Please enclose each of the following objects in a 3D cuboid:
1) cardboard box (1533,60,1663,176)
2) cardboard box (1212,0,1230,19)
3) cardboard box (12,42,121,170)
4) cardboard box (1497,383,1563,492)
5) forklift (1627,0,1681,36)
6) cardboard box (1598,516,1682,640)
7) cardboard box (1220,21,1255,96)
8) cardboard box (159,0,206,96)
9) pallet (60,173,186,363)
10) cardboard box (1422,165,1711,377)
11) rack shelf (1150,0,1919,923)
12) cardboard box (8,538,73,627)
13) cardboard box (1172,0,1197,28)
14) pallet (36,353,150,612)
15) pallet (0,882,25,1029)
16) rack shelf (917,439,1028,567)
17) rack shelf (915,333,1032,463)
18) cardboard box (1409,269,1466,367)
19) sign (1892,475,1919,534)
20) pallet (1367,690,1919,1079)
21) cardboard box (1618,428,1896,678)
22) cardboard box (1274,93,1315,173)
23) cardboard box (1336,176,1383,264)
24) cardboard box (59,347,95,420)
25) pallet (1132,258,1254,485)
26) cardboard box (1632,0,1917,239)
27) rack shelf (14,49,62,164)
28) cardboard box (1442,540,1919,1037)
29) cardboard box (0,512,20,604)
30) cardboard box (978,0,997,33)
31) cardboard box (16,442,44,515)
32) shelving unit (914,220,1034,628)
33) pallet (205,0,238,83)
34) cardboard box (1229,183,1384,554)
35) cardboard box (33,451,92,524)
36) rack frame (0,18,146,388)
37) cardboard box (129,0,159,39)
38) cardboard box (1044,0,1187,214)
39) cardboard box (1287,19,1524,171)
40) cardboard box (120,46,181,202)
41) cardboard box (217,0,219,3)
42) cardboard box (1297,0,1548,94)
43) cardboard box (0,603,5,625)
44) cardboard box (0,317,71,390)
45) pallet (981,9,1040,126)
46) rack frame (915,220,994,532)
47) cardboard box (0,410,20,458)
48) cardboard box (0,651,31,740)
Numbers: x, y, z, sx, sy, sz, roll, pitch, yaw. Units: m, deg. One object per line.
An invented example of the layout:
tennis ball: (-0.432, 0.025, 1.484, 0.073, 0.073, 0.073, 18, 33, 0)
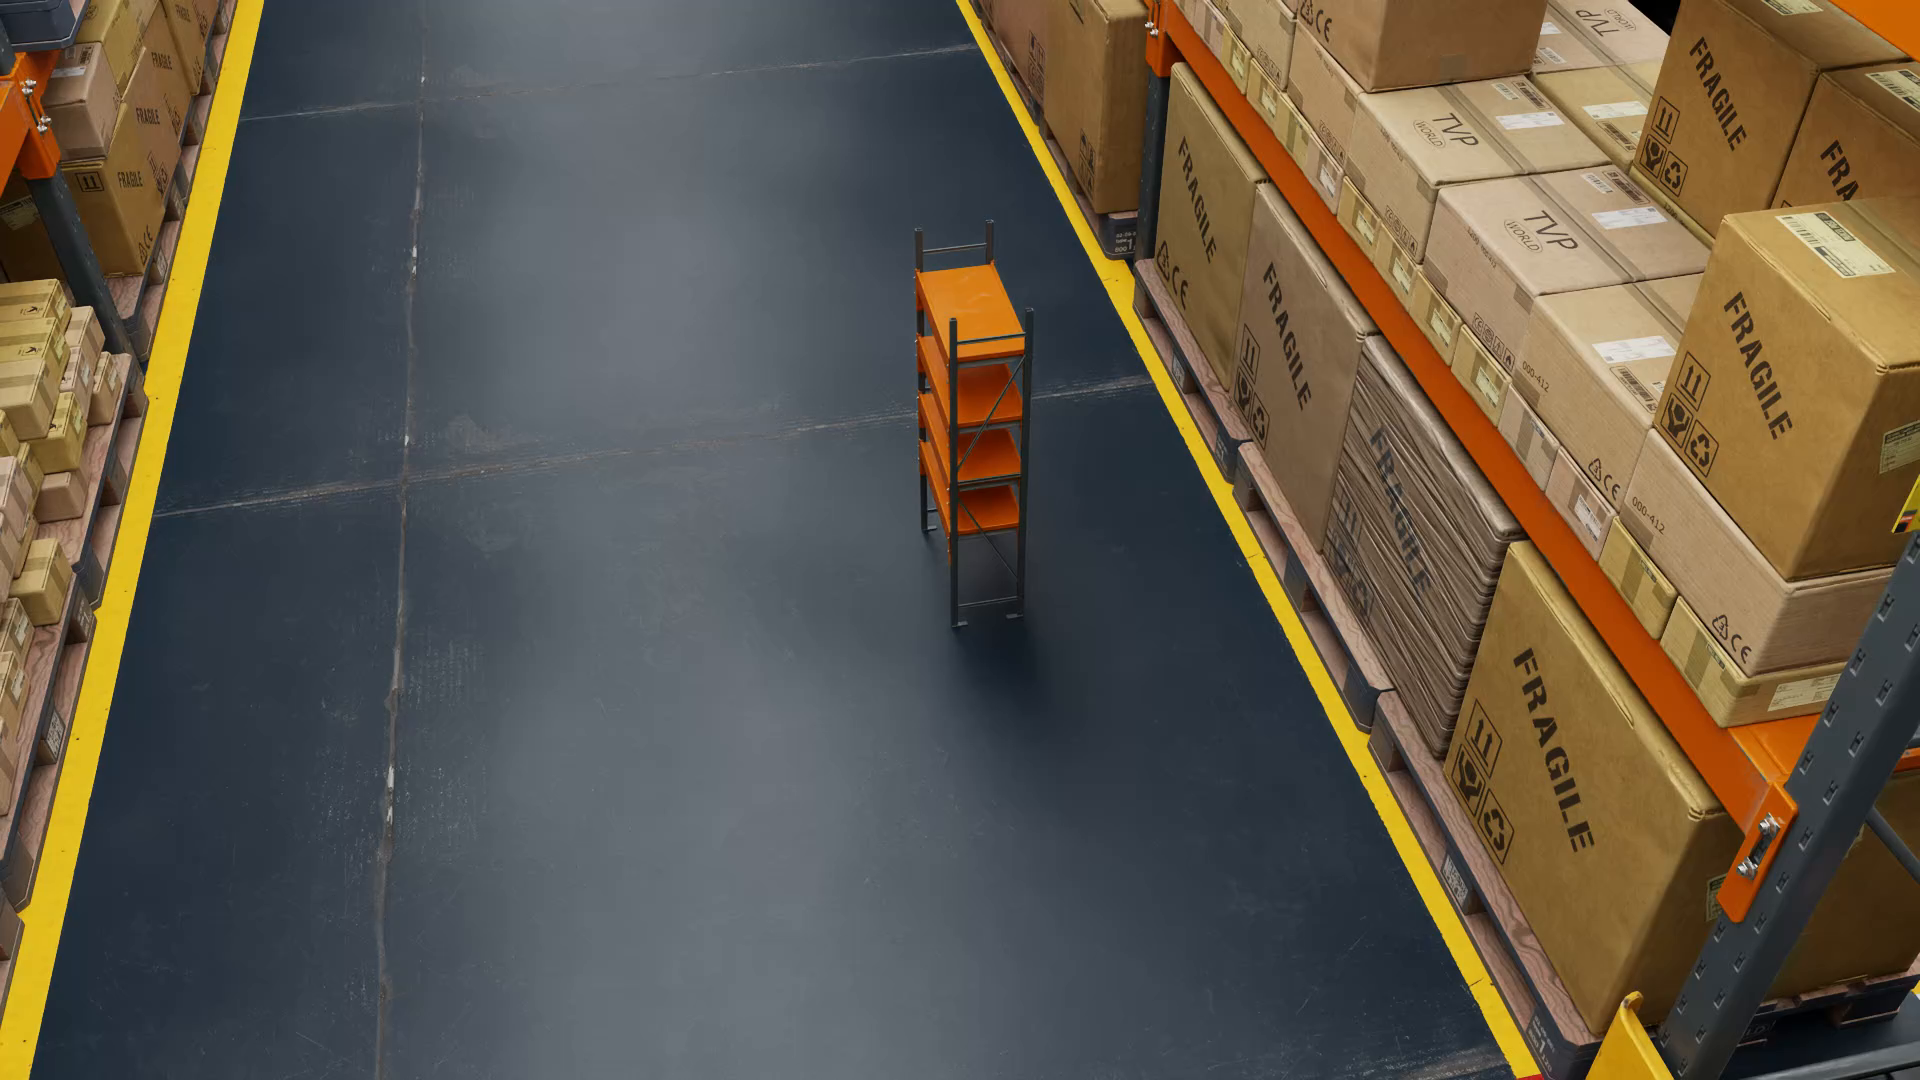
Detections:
cardboard box: (1.911, -1.091, 4.609, 0.500, 0.250, 0.500, -9, 42, -10)
cardboard box: (1.075, -1.992, 5.624, 0.500, 0.250, 0.500, -9, 42, -10)
cardboard box: (-3.537, -1.654, 6.355, 0.500, 0.250, 0.500, -10, 43, -11)
cardboard box: (1.530, -0.270, 3.984, 0.380, 0.149, 0.250, -8, 42, -9)
forklift: (2.812, -2.173, 5.991, 1.130, 2.935, 3.031, -2, 42, -3)
cardboard box: (1.637, 0.056, 3.617, 0.380, 0.149, 0.250, -8, 42, -9)
cardboard box: (1.083, -1.605, 5.488, 0.380, 0.149, 0.250, -7, 42, -8)
cardboard box: (-3.863, -2.383, 7.741, 0.500, 0.500, 0.500, -10, 43, -11)
pallet: (-3.805, -1.096, 6.825, 1.003, 0.211, 1.213, -8, 42, -9)
cardboard box: (1.510, -0.677, 4.142, 0.500, 0.250, 0.500, -10, 43, -11)
rack shelf: (1.661, -0.714, 4.837, 1.077, 0.370, 4.000, -8, 42, -9)
cardboard box: (-2.995, 0.151, 5.151, 0.380, 0.149, 0.250, -8, 42, -9)
cardboard box: (0.968, -1.946, 5.872, 0.380, 0.149, 0.250, -8, 42, -9)
pallet: (-3.456, -0.161, 5.772, 1.003, 0.211, 1.213, -8, 42, -9)
pallet: (-2.929, 1.421, 3.991, 1.003, 0.211, 1.213, -8, 42, -9)
rack shelf: (0.036, -0.143, 5.407, 0.258, 0.148, 0.480, -8, 42, -9)
rack shelf: (0.036, -0.458, 5.127, 0.258, 0.148, 0.480, -8, 42, -9)
cardboard box: (1.416, -0.606, 4.363, 0.380, 0.149, 0.250, -8, 42, -9)
sign: (1.560, -0.139, 2.597, 0.100, 0.325, 0.005, -8, 42, -9)
pallet: (1.844, 0.849, 4.634, 1.003, 0.211, 1.213, -8, 42, -9)
cardboard box: (1.729, -0.018, 3.399, 0.500, 0.250, 0.500, -9, 42, -10)
cardboard box: (1.197, -1.269, 5.109, 0.380, 0.149, 0.250, -9, 42, -10)
cardboard box: (1.307, -0.936, 4.734, 0.380, 0.149, 0.250, -9, 42, -11)
cardboard box: (-3.187, -0.504, 5.665, 0.380, 0.149, 0.250, -10, 43, -11)
pallet: (1.317, -0.732, 6.416, 1.003, 0.211, 1.213, -8, 42, -9)
cardboard box: (2.027, -1.031, 3.976, 0.500, 0.500, 0.500, -9, 42, -10)
rack shelf: (-4.067, -2.662, 7.031, 1.077, 0.370, 4.000, -8, 42, -9)
cardboard box: (1.877, 0.548, 4.158, 0.875, 0.875, 0.875, -8, 42, -9)
cardboard box: (-2.951, 0.081, 4.783, 0.380, 0.149, 0.250, -10, 43, -11)
cardboard box: (0.680, -3.205, 8.386, 1.225, 0.875, 0.875, -8, 42, -9)
cardboard box: (-3.153, -0.156, 5.274, 0.380, 0.149, 0.250, -8, 42, -9)
shelving unit: (0.036, -0.341, 5.231, 0.258, 1.200, 0.503, -8, 42, -9)
pallet: (-4.332, -2.677, 8.607, 1.003, 0.211, 1.213, -8, 42, -9)
cardboard box: (1.488, -0.619, 5.472, 0.875, 0.875, 0.875, -8, 42, -9)
cardboard box: (-3.124, -0.177, 5.521, 0.380, 0.149, 0.250, -10, 43, -11)
rack frame: (-3.635, -1.634, 5.331, 1.000, 3.000, 0.127, -8, 42, -9)
cardboard box: (-3.760, -2.330, 7.117, 0.500, 0.250, 0.500, -7, 42, -8)
cardboard box: (1.072, -2.054, 7.088, 1.225, 0.875, 0.875, -8, 42, -9)
cardboard box: (1.295, -1.334, 4.883, 0.500, 0.250, 0.500, -7, 42, -8)
cardboard box: (-3.652, -1.716, 6.990, 0.500, 0.500, 0.500, -7, 42, -7)
cardboard box: (-4.102, -3.060, 8.504, 0.500, 0.500, 0.500, -9, 42, -9)
cardboard box: (1.299, -1.611, 4.629, 0.500, 0.500, 0.500, -10, 42, -11)
cardboard box: (-3.041, 0.183, 4.892, 0.380, 0.149, 0.250, -10, 43, -11)
cardboard box: (-3.211, -0.594, 5.543, 0.380, 0.149, 0.250, -8, 42, -9)
pallet: (0.722, -2.518, 8.428, 1.003, 0.211, 1.213, -8, 42, -9)
rack frame: (-0.017, -0.500, 5.409, 0.240, 1.200, 0.015, -8, 42, -9)
cardboard box: (-3.170, -0.255, 5.160, 0.380, 0.149, 0.250, -7, 42, -8)
cardboard box: (-2.920, 0.481, 4.779, 0.380, 0.149, 0.250, -8, 42, -9)
